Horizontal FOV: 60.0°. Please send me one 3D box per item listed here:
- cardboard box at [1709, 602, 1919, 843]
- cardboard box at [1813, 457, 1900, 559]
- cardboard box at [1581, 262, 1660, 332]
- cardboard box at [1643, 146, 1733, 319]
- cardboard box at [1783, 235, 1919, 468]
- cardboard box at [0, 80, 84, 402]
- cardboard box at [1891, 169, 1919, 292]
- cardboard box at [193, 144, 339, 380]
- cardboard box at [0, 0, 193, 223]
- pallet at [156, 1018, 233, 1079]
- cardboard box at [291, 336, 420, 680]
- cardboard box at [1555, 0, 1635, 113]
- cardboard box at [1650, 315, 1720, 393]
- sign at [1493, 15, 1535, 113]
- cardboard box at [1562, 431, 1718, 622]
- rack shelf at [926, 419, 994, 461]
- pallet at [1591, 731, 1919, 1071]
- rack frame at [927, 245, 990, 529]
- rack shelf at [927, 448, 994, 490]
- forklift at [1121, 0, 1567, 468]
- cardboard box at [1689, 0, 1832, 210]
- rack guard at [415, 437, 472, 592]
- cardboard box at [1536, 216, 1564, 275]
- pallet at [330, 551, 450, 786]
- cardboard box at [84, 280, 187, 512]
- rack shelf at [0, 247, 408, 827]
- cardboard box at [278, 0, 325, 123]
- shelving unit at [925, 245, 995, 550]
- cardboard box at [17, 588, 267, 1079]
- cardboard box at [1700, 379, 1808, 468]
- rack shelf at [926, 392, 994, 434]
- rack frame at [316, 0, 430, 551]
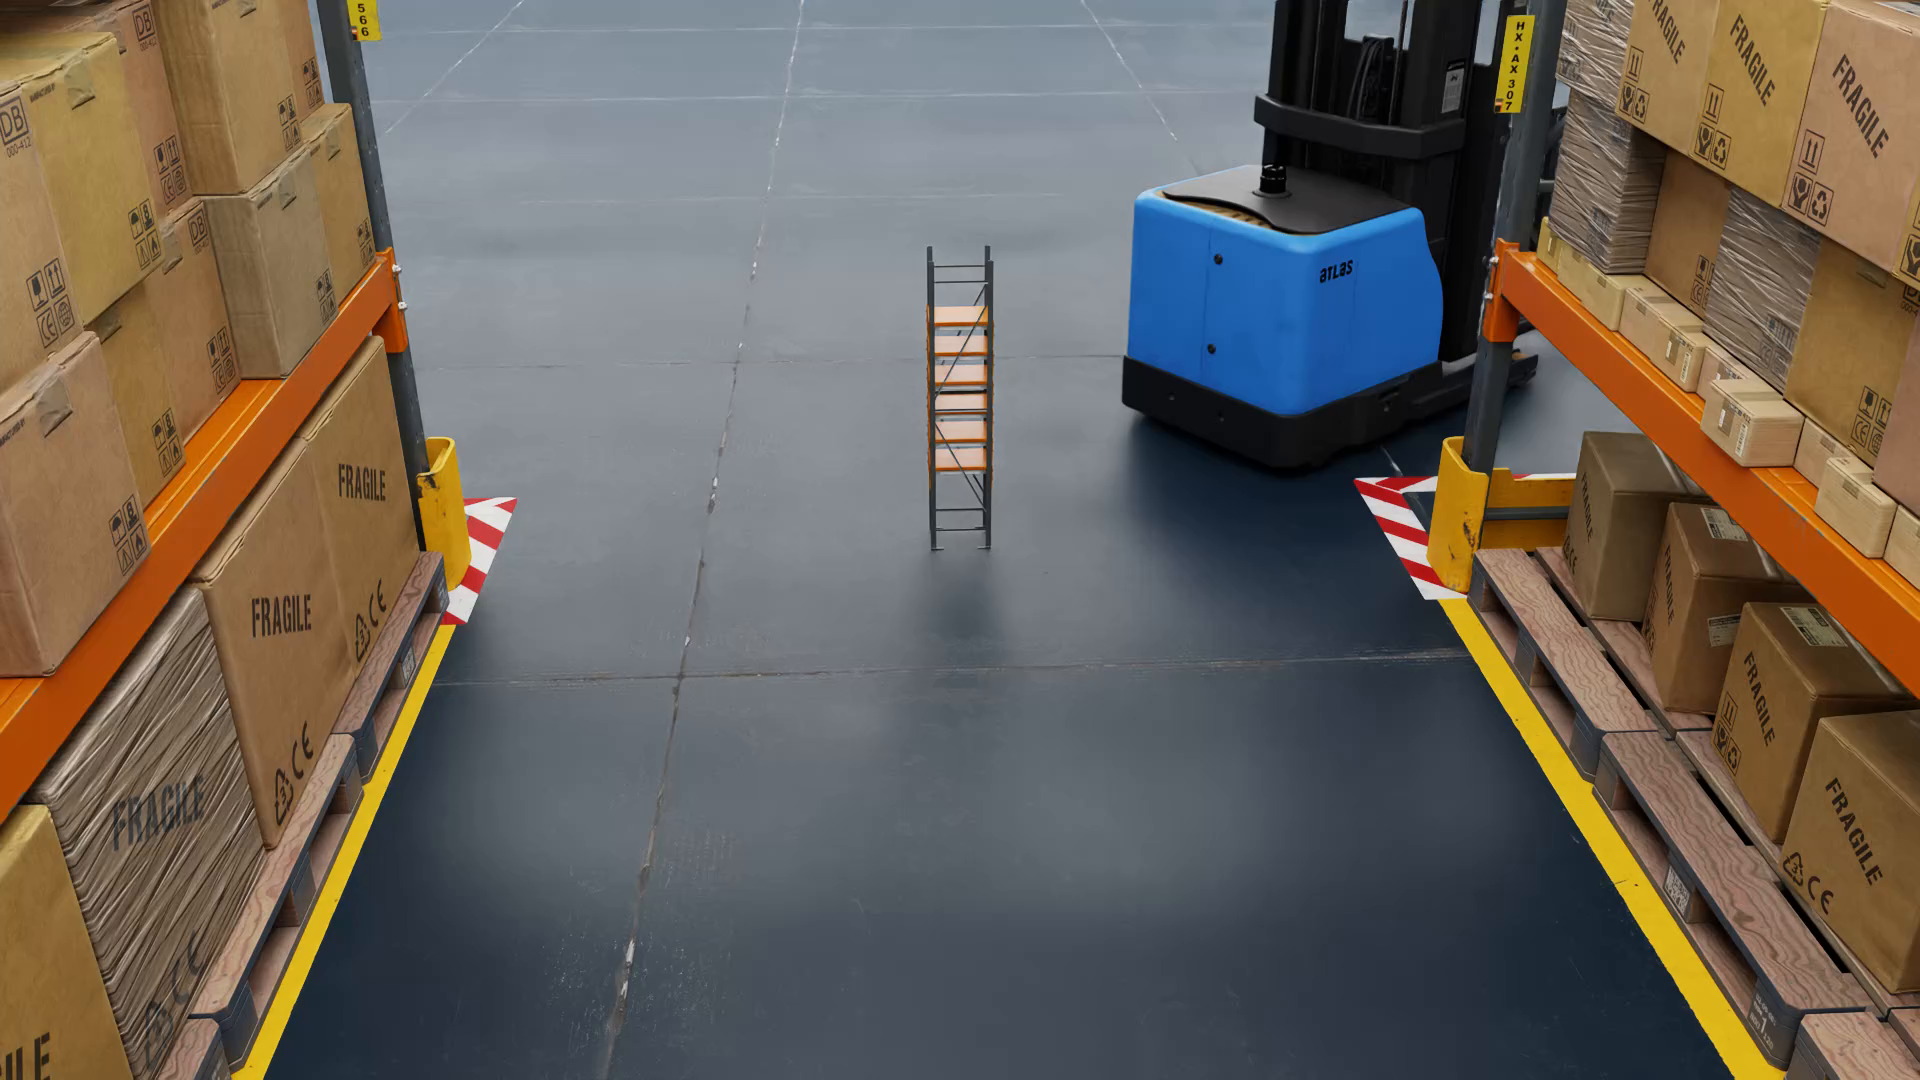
[{"bbox_3d":[2.535,0.521,4.757,0.500,0.500,0.500,1,28,2],"label":"cardboard box"},{"bbox_3d":[2.281,-0.082,3.935,0.380,0.149,0.250,-1,28,-3],"label":"cardboard box"},{"bbox_3d":[2.209,-0.775,5.263,0.380,0.149,0.250,-1,28,-3],"label":"cardboard box"},{"bbox_3d":[2.587,-0.949,4.895,0.875,0.500,0.500,-1,28,-3],"label":"cardboard box"},{"bbox_3d":[2.585,-0.486,4.007,0.875,0.500,0.500,-1,28,-3],"label":"cardboard box"},{"bbox_3d":[-2.330,-0.555,3.241,0.875,0.550,0.550,-1,28,-3],"label":"cardboard box"},{"bbox_3d":[2.298,-0.690,3.319,0.500,0.500,0.500,-1,28,-3],"label":"cardboard box"},{"bbox_3d":[-2.403,-0.825,4.926,0.875,0.550,0.550,-1,28,-3],"label":"cardboard box"},{"bbox_3d":[-2.523,-1.041,4.173,0.875,0.550,0.550,-1,28,-3],"label":"cardboard box"},{"bbox_3d":[-2.271,1.549,3.553,1.003,0.211,1.213,-1,28,-3],"label":"pallet"},{"bbox_3d":[-2.417,-0.115,5.569,0.875,0.875,0.875,-1,28,-2],"label":"cardboard box"},{"bbox_3d":[2.197,-1.614,5.090,0.500,0.500,0.500,-1,28,-3],"label":"cardboard box"},{"bbox_3d":[2.249,-0.544,4.821,0.380,0.149,0.250,-1,28,-3],"label":"cardboard box"},{"bbox_3d":[1.898,-1.626,5.687,0.100,0.325,0.005,-1,28,-3],"label":"sign"},{"bbox_3d":[2.456,-0.044,5.840,0.500,0.500,0.500,4,28,7],"label":"cardboard box"},{"bbox_3d":[-0.001,-0.393,6.561,0.258,0.103,0.180,-1,28,-3],"label":"rack shelf"},{"bbox_3d":[2.512,0.954,4.692,1.003,0.211,1.213,-1,28,-3],"label":"pallet"},{"bbox_3d":[-0.006,-0.581,6.566,0.240,1.200,0.006,-1,28,-3],"label":"rack frame"},{"bbox_3d":[-0.001,-0.286,6.617,0.258,0.103,0.180,-1,28,-3],"label":"rack shelf"},{"bbox_3d":[2.214,-2.163,7.729,3.031,2.935,1.130,-21,34,-35],"label":"forklift"},{"bbox_3d":[2.243,-1.152,4.204,0.500,0.500,0.500,-1,28,-3],"label":"cardboard box"},{"bbox_3d":[-2.520,-0.085,6.372,1.175,0.500,0.348,-1,28,-3],"label":"rack guard"},{"bbox_3d":[2.217,-1.006,5.707,0.380,0.149,0.250,-1,28,-3],"label":"cardboard box"},{"bbox_3d":[-2.398,0.422,5.713,1.003,0.211,1.213,-1,28,-3],"label":"pallet"},{"bbox_3d":[-2.430,-0.319,3.956,0.875,0.550,0.500,-1,28,-3],"label":"cardboard box"},{"bbox_3d":[-2.414,0.061,4.168,1.077,0.370,4.000,-1,28,-3],"label":"rack shelf"},{"bbox_3d":[-2.538,-1.555,5.158,0.875,0.550,0.550,-1,28,-3],"label":"cardboard box"},{"bbox_3d":[-0.001,-0.539,6.485,0.258,1.200,0.189,-1,28,-3],"label":"shelving unit"},{"bbox_3d":[-2.323,0.713,3.983,0.875,0.875,0.875,-1,28,-2],"label":"cardboard box"},{"bbox_3d":[2.198,-0.311,4.375,0.380,0.149,0.250,-1,28,-3],"label":"cardboard box"},{"bbox_3d":[-0.001,-0.499,6.506,0.258,0.103,0.180,-1,28,-3],"label":"rack shelf"},{"bbox_3d":[-2.518,-1.182,5.773,1.000,3.000,0.127,-1,28,-3],"label":"rack frame"}]
